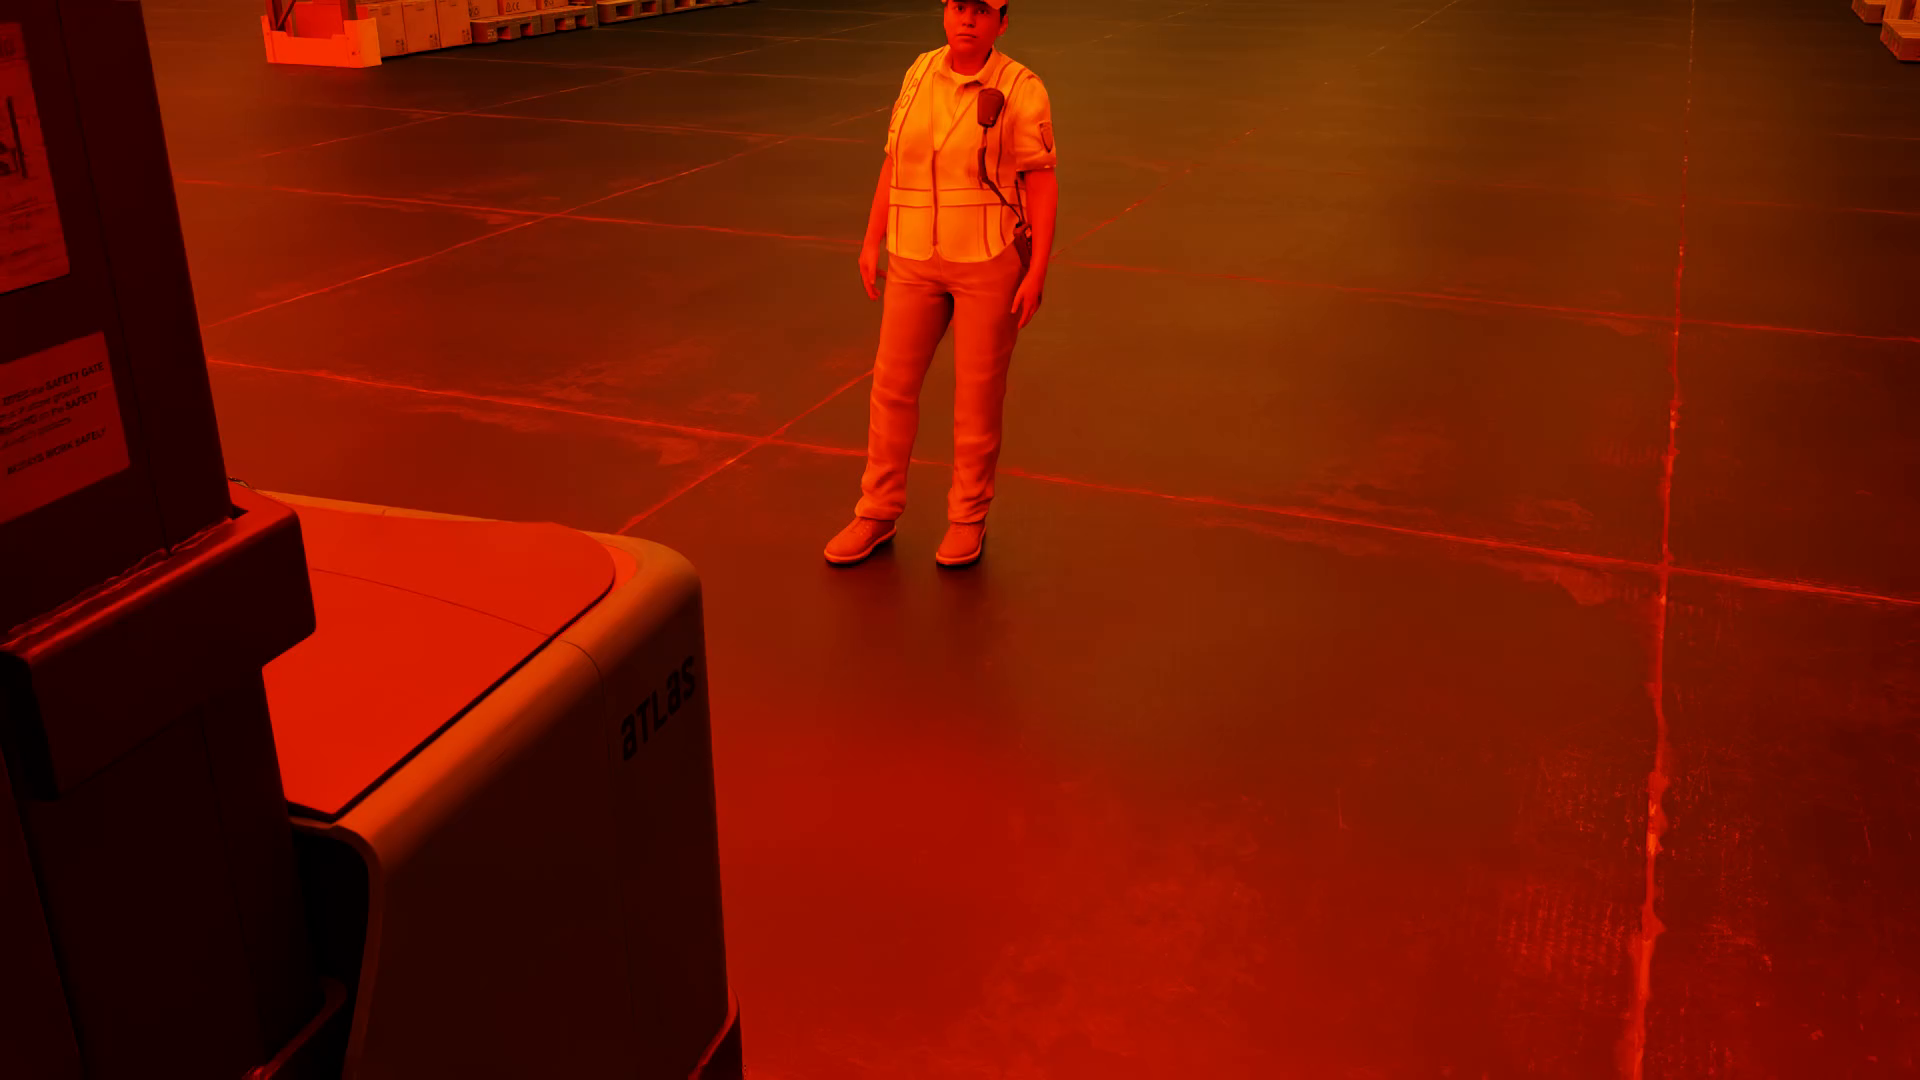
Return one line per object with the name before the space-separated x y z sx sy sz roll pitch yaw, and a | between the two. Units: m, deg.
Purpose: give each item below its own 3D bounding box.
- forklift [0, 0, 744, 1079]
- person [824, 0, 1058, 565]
forklift | -1.262 0.129 0.983 1.130 2.935 3.031 7 24 16
person | -0.050 -0.753 4.711 0.598 1.670 0.529 9 24 21
